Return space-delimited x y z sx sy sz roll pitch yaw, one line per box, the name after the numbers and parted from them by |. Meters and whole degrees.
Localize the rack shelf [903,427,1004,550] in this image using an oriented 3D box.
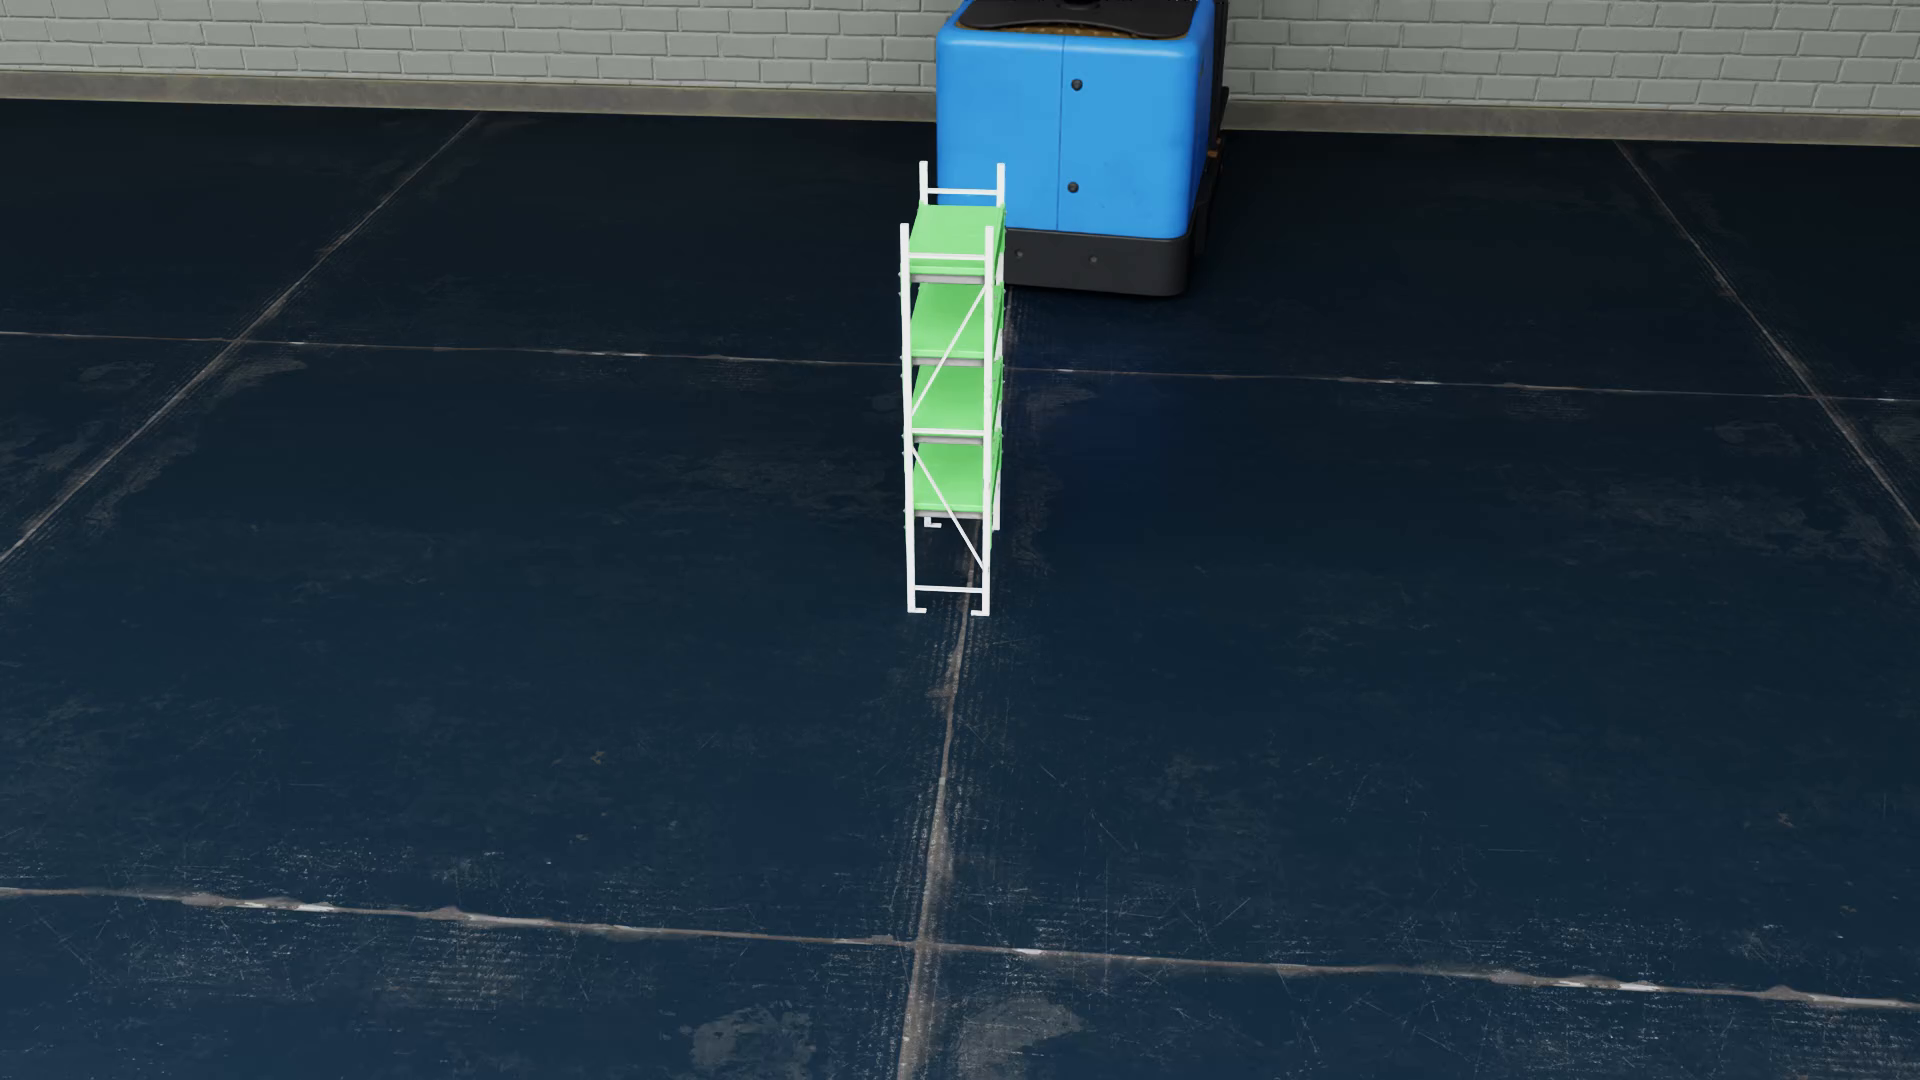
-0.013 -0.166 4.954 0.258 0.148 0.480 2 32 4 | rack shelf

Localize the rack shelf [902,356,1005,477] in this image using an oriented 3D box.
-0.013 -0.370 4.828 0.258 0.148 0.480 2 32 4 | rack shelf

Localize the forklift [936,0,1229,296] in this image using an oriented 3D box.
0.698 -2.992 7.311 1.130 2.935 3.031 6 32 10 | forklift

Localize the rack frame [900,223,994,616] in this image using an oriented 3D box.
-0.033 -0.297 4.588 0.240 1.200 0.015 2 32 4 | rack frame

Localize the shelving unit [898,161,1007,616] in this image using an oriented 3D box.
-0.013 -0.424 4.795 0.258 1.200 0.503 2 32 4 | shelving unit

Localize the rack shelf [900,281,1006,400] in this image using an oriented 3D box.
-0.013 -0.574 4.702 0.258 0.148 0.480 2 32 4 | rack shelf

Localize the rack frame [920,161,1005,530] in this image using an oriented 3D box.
0.006 -0.552 5.002 0.240 1.200 0.015 2 32 4 | rack frame

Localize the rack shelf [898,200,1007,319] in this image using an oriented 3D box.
-0.013 -0.778 4.576 0.258 0.148 0.480 2 32 4 | rack shelf
